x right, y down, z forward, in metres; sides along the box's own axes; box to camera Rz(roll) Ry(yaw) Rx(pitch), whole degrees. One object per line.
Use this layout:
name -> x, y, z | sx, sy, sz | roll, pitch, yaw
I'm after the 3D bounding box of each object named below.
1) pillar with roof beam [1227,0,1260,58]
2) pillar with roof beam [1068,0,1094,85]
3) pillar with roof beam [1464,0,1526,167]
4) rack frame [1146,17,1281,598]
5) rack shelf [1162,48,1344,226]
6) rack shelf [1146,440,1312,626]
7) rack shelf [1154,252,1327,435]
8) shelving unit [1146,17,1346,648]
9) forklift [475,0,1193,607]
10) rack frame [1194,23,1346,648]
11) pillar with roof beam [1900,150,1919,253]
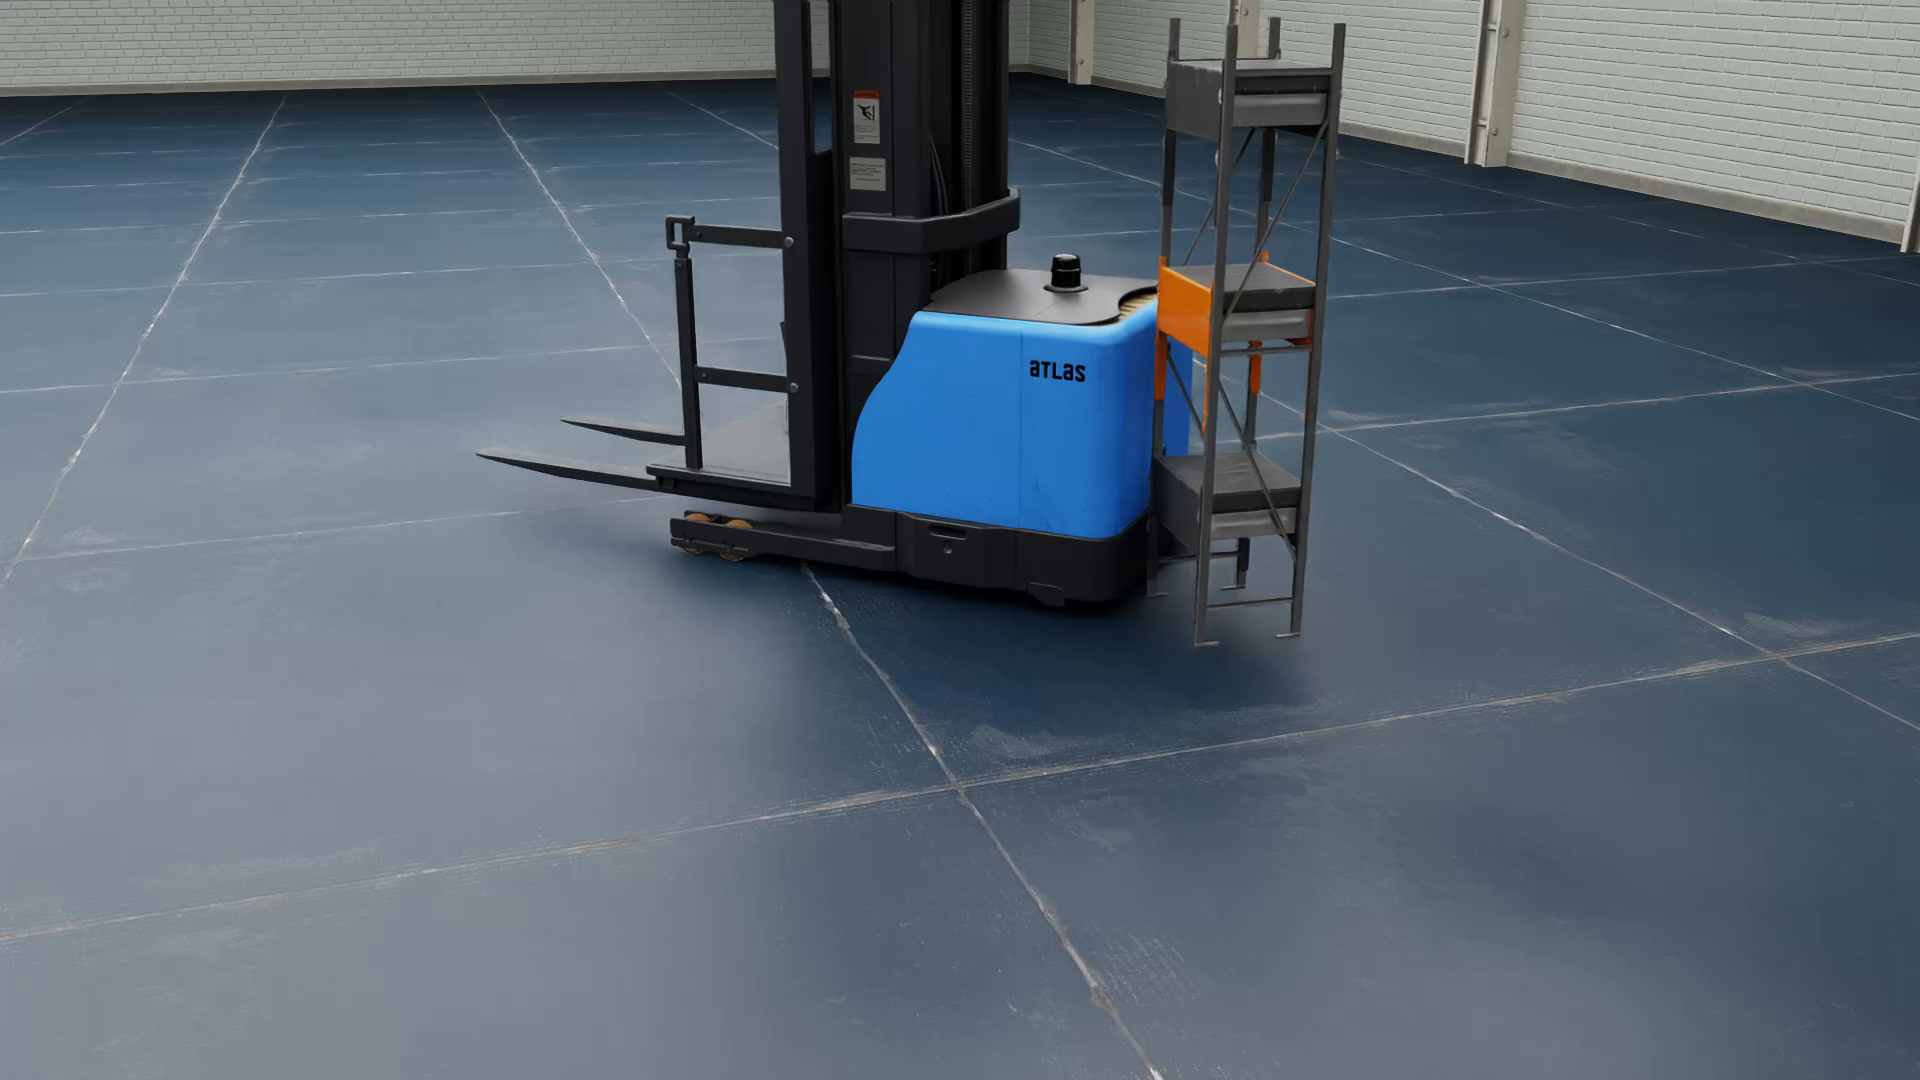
pillar with roof beam -> -0.081, -9.909, 21.191 | 9.100, 9.000, 0.400 | -6, 21, -17
pillar with roof beam -> -1.966, -11.834, 26.552 | 9.100, 9.000, 0.400 | -6, 21, -17
pillar with roof beam -> 1.805, -7.983, 15.830 | 9.100, 9.000, 0.400 | -6, 21, -17
rack frame -> 0.902, -0.787, 6.001 | 0.400, 2.100, 0.015 | -5, 20, -13
rack shelf -> 0.962, -1.353, 5.547 | 0.431, 0.518, 0.480 | -5, 20, -13
rack shelf -> 0.962, -0.035, 6.020 | 0.431, 0.518, 0.480 | -5, 20, -13
rack shelf -> 0.962, -0.694, 5.783 | 0.431, 0.518, 0.480 | -5, 20, -13
shelving unit -> 0.962, -0.707, 5.779 | 0.431, 2.100, 0.503 | -5, 20, -13
forklift -> -0.618, -1.445, 6.603 | 3.031, 2.935, 1.130 | 9, 21, 23
rack frame -> 1.022, -0.627, 5.556 | 0.400, 2.100, 0.015 | -5, 20, -13
pillar with roof beam -> 3.691, -6.058, 10.470 | 9.100, 9.000, 0.400 | -6, 21, -17
